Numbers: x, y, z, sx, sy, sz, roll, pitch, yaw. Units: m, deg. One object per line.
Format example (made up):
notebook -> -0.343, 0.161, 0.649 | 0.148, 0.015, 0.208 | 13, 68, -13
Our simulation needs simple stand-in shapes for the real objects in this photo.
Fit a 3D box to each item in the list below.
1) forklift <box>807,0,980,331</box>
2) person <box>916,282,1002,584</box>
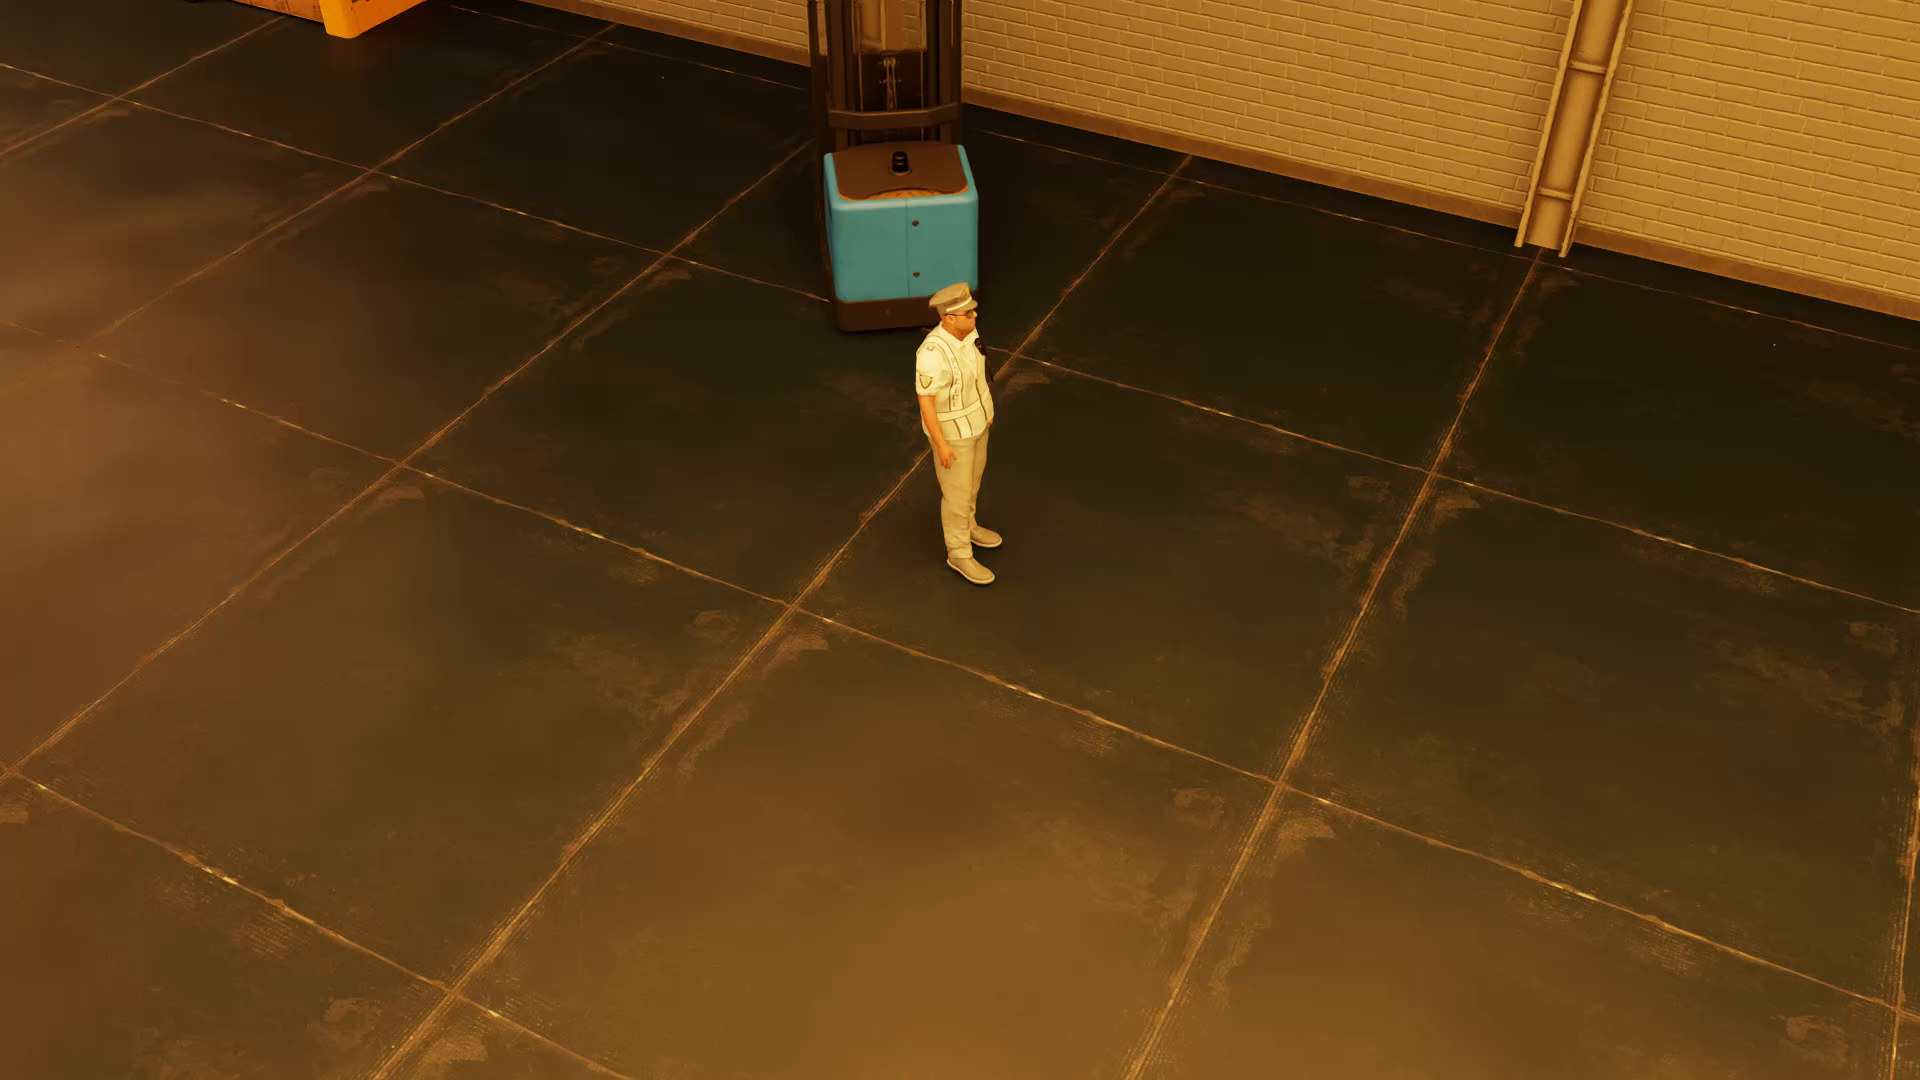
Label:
forklift -> -0.566, -3.567, 12.222 | 1.130, 2.935, 3.031 | -5, 40, -6
person -> 0.064, -0.658, 9.647 | 0.574, 1.780, 0.641 | 18, 43, 21
